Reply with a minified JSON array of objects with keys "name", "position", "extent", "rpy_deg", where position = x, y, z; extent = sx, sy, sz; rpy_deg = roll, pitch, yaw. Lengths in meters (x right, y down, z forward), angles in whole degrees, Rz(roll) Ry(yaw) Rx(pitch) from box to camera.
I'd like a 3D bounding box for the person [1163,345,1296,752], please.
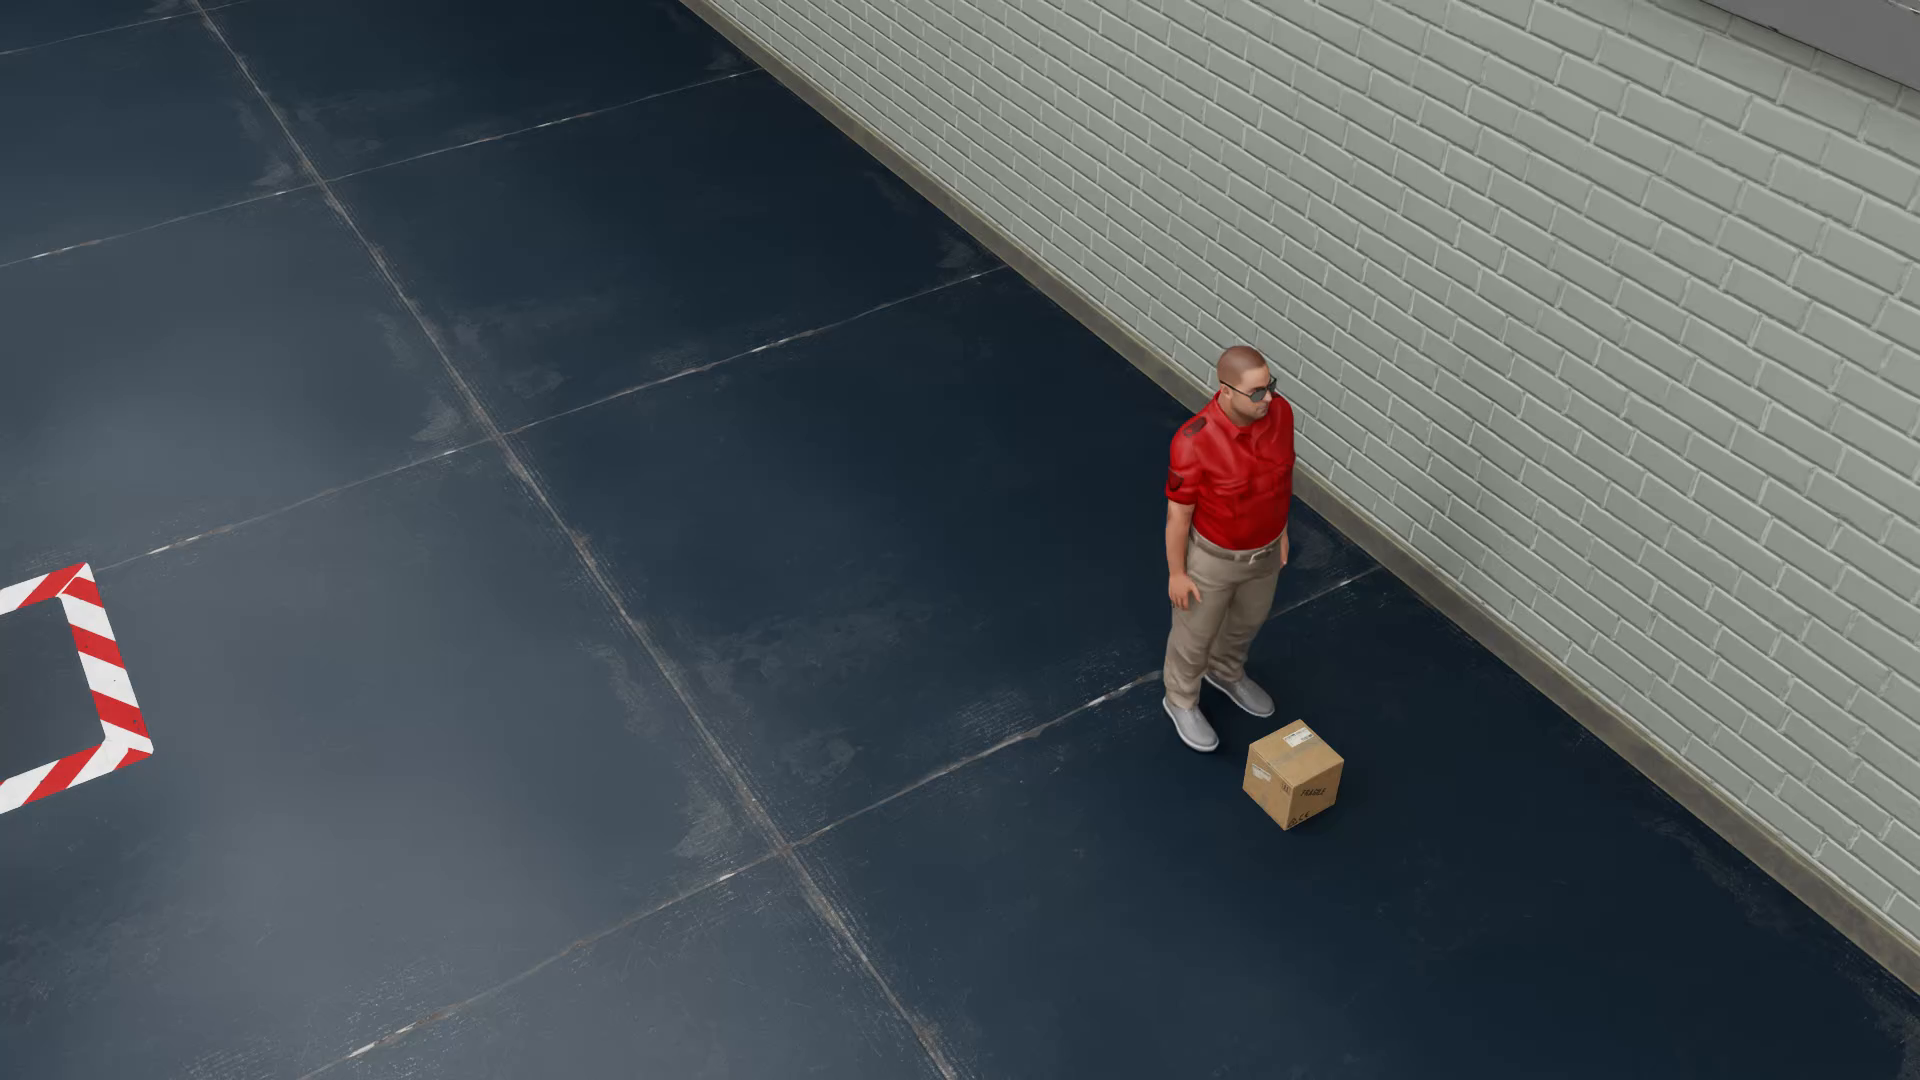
[{"name":"person","position":[0.996,0.054,6.114],"extent":[0.544,1.748,0.361],"rpy_deg":[-21,45,-23]}]
